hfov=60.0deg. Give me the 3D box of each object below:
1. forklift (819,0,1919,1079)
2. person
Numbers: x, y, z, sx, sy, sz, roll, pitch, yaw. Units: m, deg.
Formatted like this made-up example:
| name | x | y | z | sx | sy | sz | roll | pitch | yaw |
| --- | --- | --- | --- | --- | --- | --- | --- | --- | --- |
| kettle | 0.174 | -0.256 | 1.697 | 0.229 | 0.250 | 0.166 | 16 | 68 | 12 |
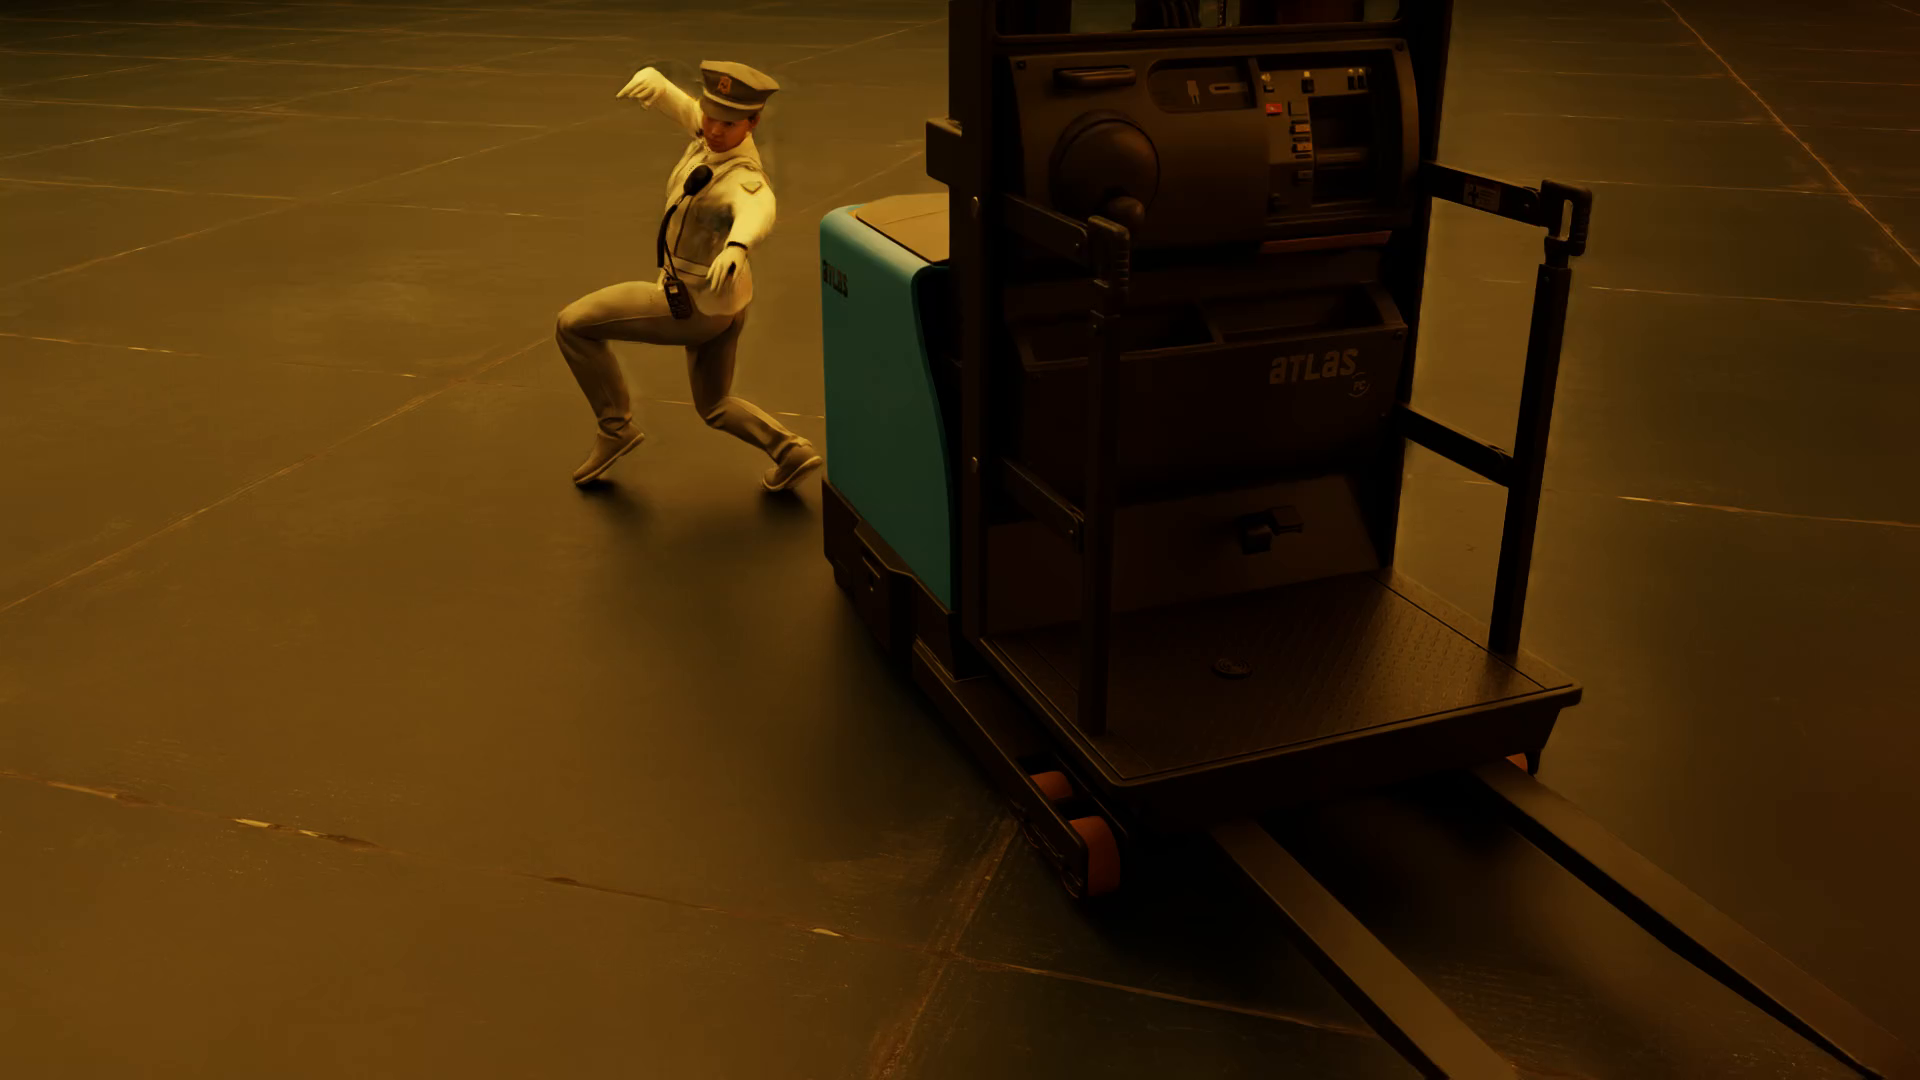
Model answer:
| name | x | y | z | sx | sy | sz | roll | pitch | yaw |
| --- | --- | --- | --- | --- | --- | --- | --- | --- | --- |
| forklift | 0.620 | -0.811 | 3.244 | 1.130 | 2.935 | 3.031 | -9 | 24 | -20 |
| person | -0.906 | -0.721 | 5.064 | 0.882 | 1.392 | 0.943 | 4 | 23 | 9 |
